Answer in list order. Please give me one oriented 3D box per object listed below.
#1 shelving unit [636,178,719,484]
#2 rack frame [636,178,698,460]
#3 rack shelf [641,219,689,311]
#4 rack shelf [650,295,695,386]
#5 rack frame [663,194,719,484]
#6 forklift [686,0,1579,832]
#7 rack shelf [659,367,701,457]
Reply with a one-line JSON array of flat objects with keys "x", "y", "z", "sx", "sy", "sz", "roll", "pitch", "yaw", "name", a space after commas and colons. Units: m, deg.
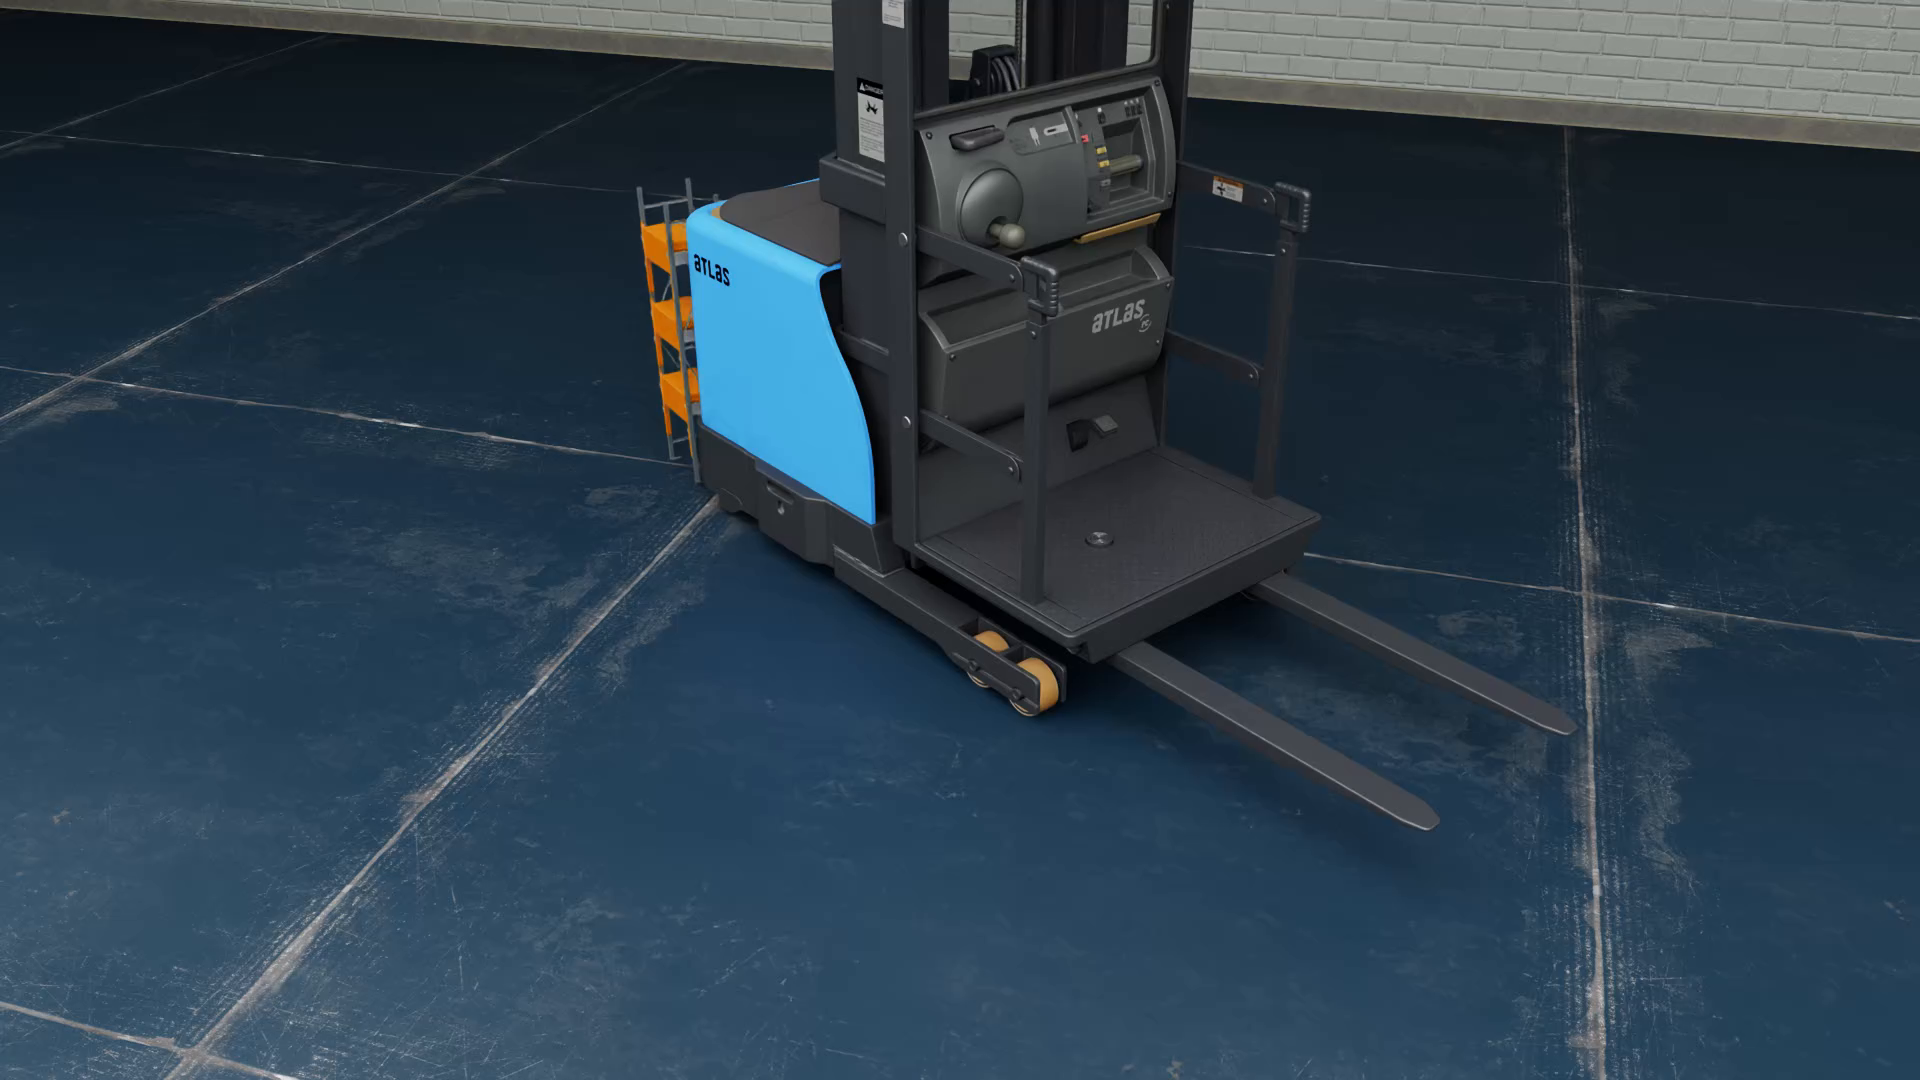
[{"x": -0.963, "y": -0.745, "z": 5.997, "sx": 0.215, "sy": 1.050, "sz": 0.252, "roll": -17, "pitch": 31, "yaw": -26, "name": "shelving unit"}, {"x": -1.026, "y": -0.792, "z": 6.090, "sx": 0.200, "sy": 1.050, "sz": 0.008, "roll": -17, "pitch": 31, "yaw": -26, "name": "rack frame"}, {"x": -0.972, "y": -0.986, "z": 5.869, "sx": 0.215, "sy": 0.259, "sz": 0.240, "roll": -17, "pitch": 31, "yaw": -26, "name": "rack shelf"}, {"x": -0.963, "y": -0.735, "z": 6.002, "sx": 0.215, "sy": 0.259, "sz": 0.240, "roll": -17, "pitch": 31, "yaw": -26, "name": "rack shelf"}, {"x": -0.901, "y": -0.697, "z": 5.904, "sx": 0.200, "sy": 1.050, "sz": 0.008, "roll": -17, "pitch": 31, "yaw": -26, "name": "rack frame"}, {"x": 0.407, "y": -1.047, "z": 4.618, "sx": 1.130, "sy": 2.935, "sz": 3.031, "roll": -22, "pitch": 36, "yaw": -34, "name": "forklift"}, {"x": -0.955, "y": -0.490, "z": 6.132, "sx": 0.215, "sy": 0.259, "sz": 0.240, "roll": -17, "pitch": 31, "yaw": -26, "name": "rack shelf"}]
